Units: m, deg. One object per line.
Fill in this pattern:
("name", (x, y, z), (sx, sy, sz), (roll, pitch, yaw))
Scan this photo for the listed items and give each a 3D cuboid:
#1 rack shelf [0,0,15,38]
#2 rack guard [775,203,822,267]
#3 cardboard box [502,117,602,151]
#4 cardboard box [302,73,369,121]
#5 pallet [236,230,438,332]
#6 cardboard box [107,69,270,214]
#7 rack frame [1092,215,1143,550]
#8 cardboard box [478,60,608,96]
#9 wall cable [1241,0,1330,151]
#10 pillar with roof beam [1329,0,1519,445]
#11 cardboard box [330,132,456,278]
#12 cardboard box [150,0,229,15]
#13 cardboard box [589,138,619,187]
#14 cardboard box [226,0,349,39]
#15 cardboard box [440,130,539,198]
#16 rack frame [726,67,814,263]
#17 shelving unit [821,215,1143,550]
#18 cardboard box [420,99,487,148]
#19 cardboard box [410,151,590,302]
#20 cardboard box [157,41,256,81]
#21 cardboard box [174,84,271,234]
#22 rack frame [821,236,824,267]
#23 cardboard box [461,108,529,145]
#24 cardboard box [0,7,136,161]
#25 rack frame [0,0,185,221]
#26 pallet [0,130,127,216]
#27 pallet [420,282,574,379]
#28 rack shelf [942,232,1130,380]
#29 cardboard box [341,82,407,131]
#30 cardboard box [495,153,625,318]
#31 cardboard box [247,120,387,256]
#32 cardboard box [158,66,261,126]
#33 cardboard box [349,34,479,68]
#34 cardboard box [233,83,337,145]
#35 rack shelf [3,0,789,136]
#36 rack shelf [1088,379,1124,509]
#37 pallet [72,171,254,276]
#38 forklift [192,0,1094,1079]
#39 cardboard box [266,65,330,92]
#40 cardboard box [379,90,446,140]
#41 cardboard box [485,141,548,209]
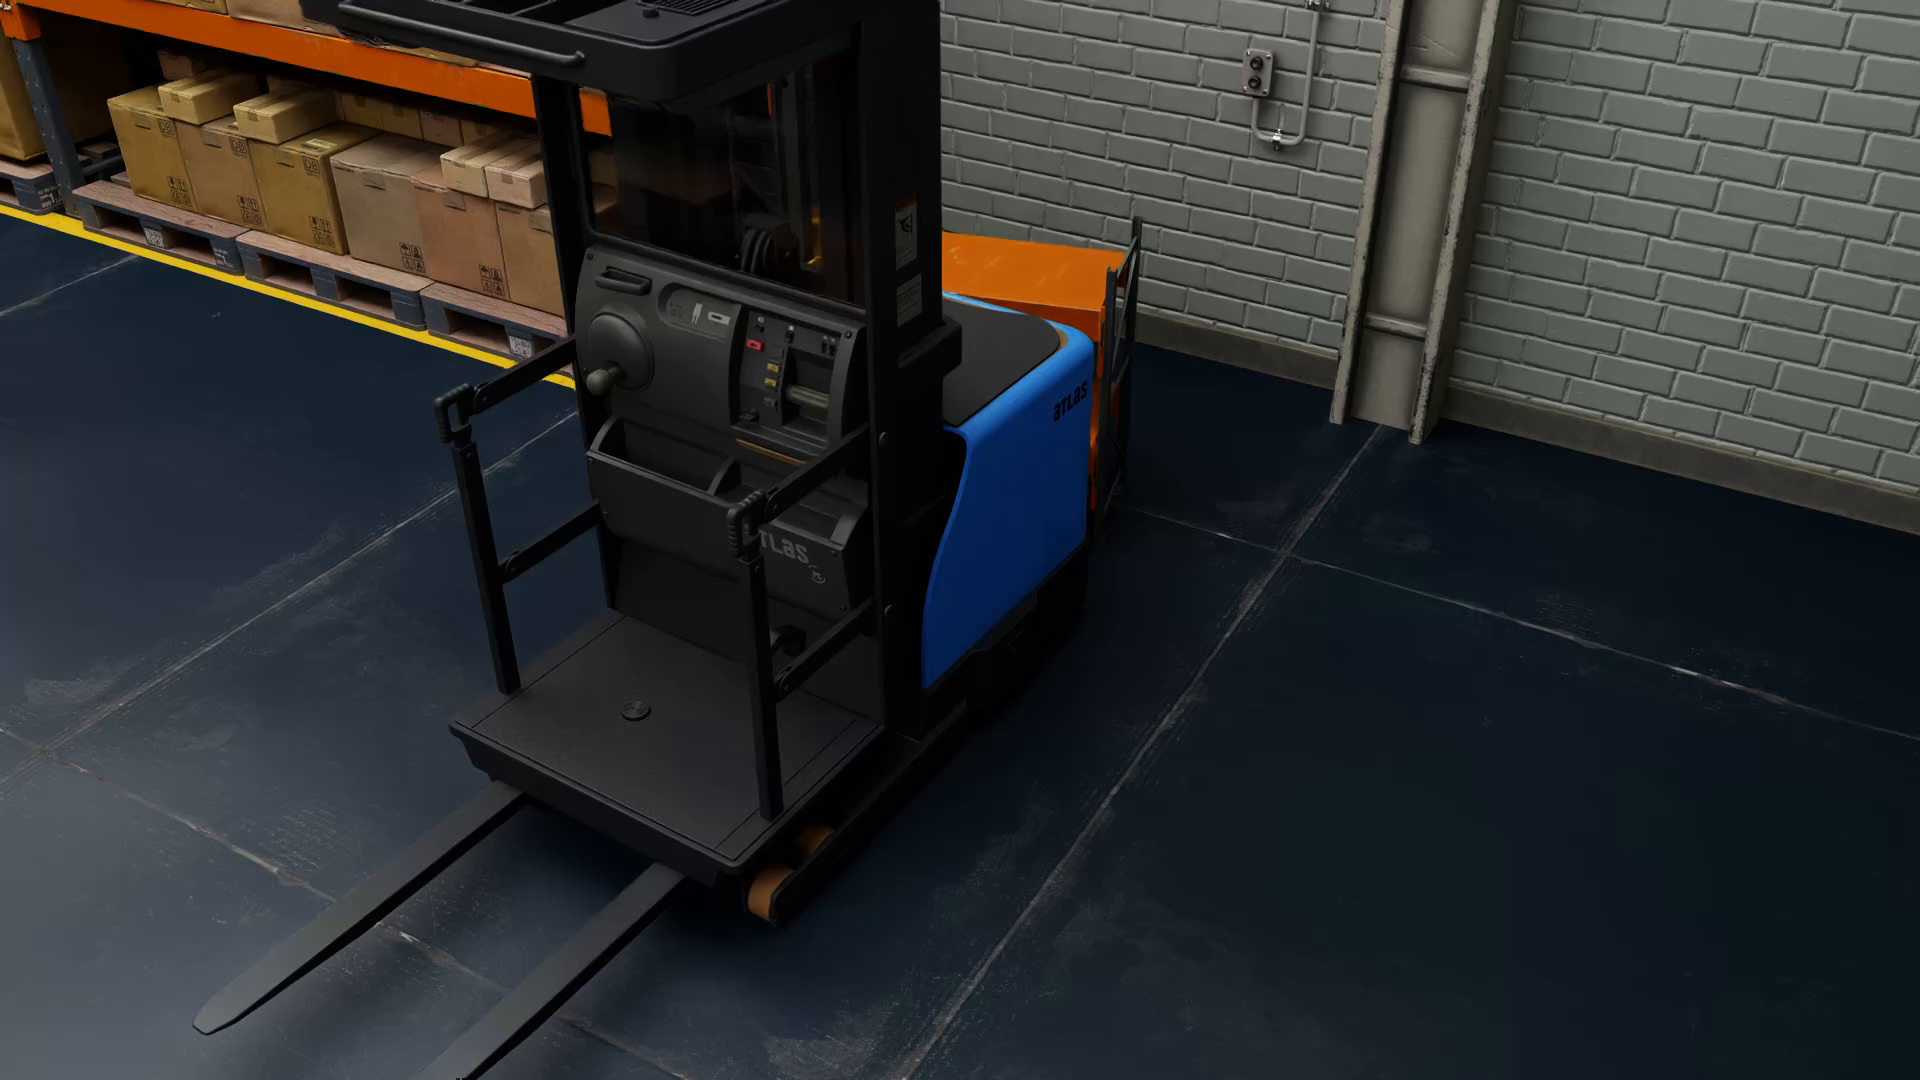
("rack shelf", (-6.182, -3.444, 9.365), (4.000, 0.370, 1.077), (18, 37, 24))
("rack guard", (-0.951, -1.046, 7.370), (0.348, 0.500, 1.175), (18, 37, 24))
("cardboard box", (-1.862, -1.843, 7.602), (0.250, 0.149, 0.380), (18, 38, 25))
("cardboard box", (-2.968, -2.192, 8.127), (0.250, 0.149, 0.380), (18, 38, 25))
("pallet", (-2.760, -1.451, 8.239), (1.213, 0.211, 1.003), (18, 37, 24))
("cardboard box", (-3.847, -2.073, 8.533), (0.500, 0.500, 0.700), (18, 38, 25))
("rack frame", (0.574, -0.566, 6.085), (0.032, 1.125, 0.500), (9, 35, 13))
("cardboard box", (-1.420, -2.354, 6.808), (0.700, 0.700, 0.980), (19, 38, 26))
("wall cable", (0.609, -2.619, 6.561), (1.851, 1.984, 0.084), (18, 37, 24))
("pillar with roof beam", (-0.335, -2.192, 1.424), (0.400, 9.000, 9.100), (18, 37, 24))
("cardboard box", (-2.501, -1.648, 7.894), (0.500, 0.500, 0.700), (16, 37, 23))
("cardboard box", (-3.351, -2.958, 7.715), (0.700, 0.700, 0.980), (17, 37, 23))
("cardboard box", (-1.422, -1.704, 7.394), (0.250, 0.149, 0.380), (18, 38, 25))
("cardboard box", (-2.715, -2.763, 7.422), (0.700, 0.700, 0.980), (16, 37, 22))
("cardboard box", (-2.054, -1.660, 7.327), (0.250, 0.149, 0.380), (19, 38, 26))
("rack frame", (-0.972, -2.093, 6.687), (0.127, 3.000, 1.000), (18, 37, 24))
("shelving unit", (0.085, -0.642, 6.200), (1.048, 1.125, 0.538), (9, 35, 13))
("cardboard box", (-2.300, -1.982, 7.811), (0.250, 0.149, 0.380), (18, 38, 25))
("cardboard box", (-2.064, -1.510, 7.687), (0.500, 0.500, 0.700), (17, 37, 24))
("cardboard box", (-3.874, -2.478, 8.556), (0.250, 0.149, 0.380), (17, 37, 24))
("cardboard box", (-3.412, -1.933, 8.323), (0.500, 0.500, 0.700), (17, 37, 24))
("rack frame", (-0.405, -0.719, 6.315), (0.032, 1.125, 0.500), (9, 35, 13))
("cardboard box", (-2.079, -1.912, 7.706), (0.250, 0.149, 0.380), (18, 38, 25))
("cardboard box", (-5.074, -2.590, 8.993), (0.750, 0.750, 0.750), (18, 38, 25))
("rack frame", (-4.445, -3.193, 8.339), (0.127, 3.000, 1.000), (18, 37, 24))
("pallet", (-5.153, -2.209, 9.376), (1.213, 0.211, 1.003), (18, 37, 24))
("pallet", (-1.705, -1.115, 7.734), (1.213, 0.211, 1.003), (18, 37, 24))
("rack shelf", (0.085, -0.886, 6.038), (1.000, 0.278, 0.538), (9, 35, 13))
("cardboard box", (-2.743, -2.122, 8.021), (0.250, 0.149, 0.380), (17, 37, 24))
("cardboard box", (-1.630, -1.372, 7.481), (0.500, 0.500, 0.700), (18, 37, 24))
("cardboard box", (-2.968, -1.791, 8.109), (0.500, 0.500, 0.700), (18, 38, 25))
("cardboard box", (-3.640, -2.161, 8.080), (0.250, 0.149, 0.380), (19, 38, 26))
("cardboard box", (-2.057, -2.548, 7.100), (0.700, 0.700, 0.980), (17, 37, 24))
("cardboard box", (-3.187, -2.017, 7.864), (0.250, 0.149, 0.380), (16, 37, 23))
("rack shelf", (-2.709, -2.344, 7.713), (4.000, 0.370, 1.077), (18, 37, 24))
("rack shelf", (0.085, -0.439, 6.335), (1.000, 0.278, 0.538), (9, 35, 13))
("pallet", (-3.824, -1.786, 8.742), (1.213, 0.211, 1.003), (18, 37, 24))
("forklift", (-0.778, -0.452, 4.285), (1.130, 2.935, 3.031), (20, 38, 27))
("cardboard box", (-3.187, -2.262, 8.232), (0.250, 0.149, 0.380), (16, 37, 23))
("cardboard box", (-2.524, -2.052, 7.916), (0.250, 0.149, 0.380), (18, 38, 25))
("cardboard box", (-1.832, -1.590, 7.222), (0.250, 0.149, 0.380), (17, 37, 24))
